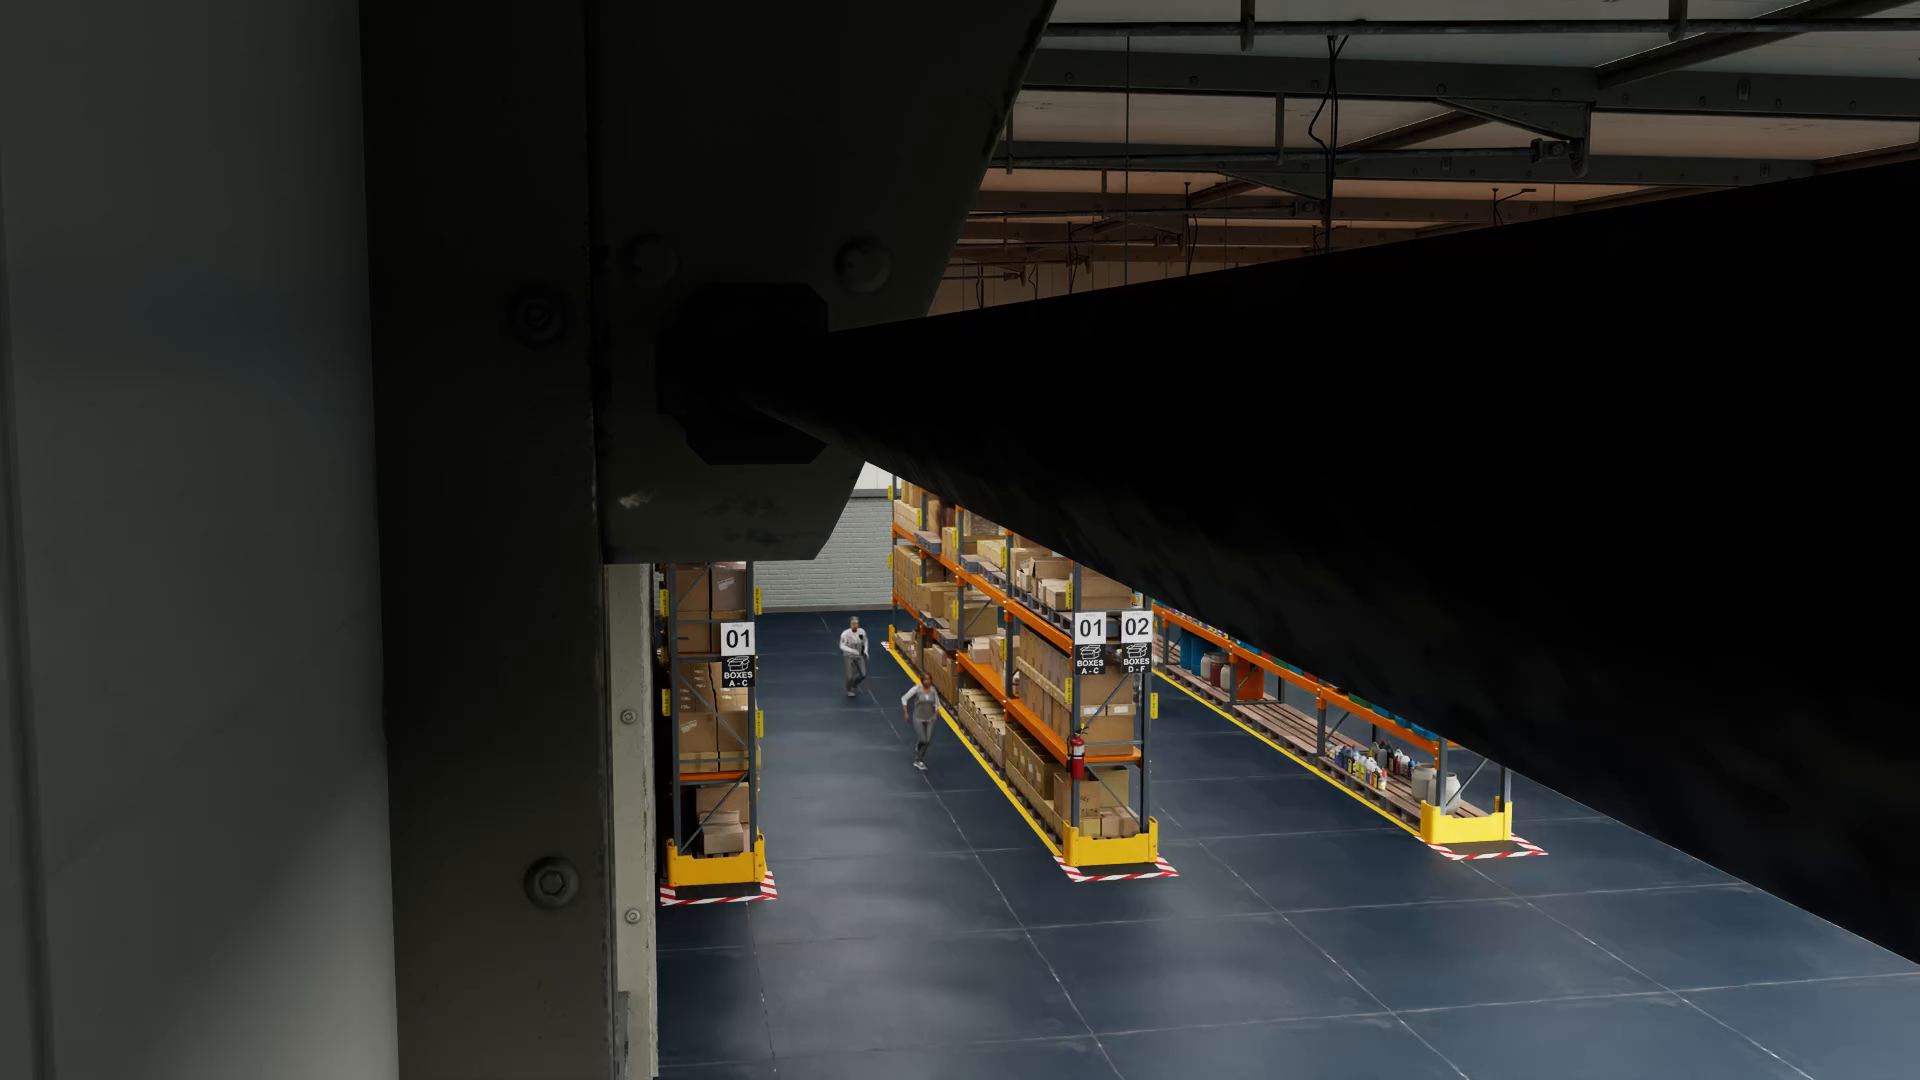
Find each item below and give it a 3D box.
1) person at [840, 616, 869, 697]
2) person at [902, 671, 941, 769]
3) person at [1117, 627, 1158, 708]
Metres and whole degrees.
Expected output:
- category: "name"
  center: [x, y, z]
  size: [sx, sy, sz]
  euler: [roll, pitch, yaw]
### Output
- category: "person"
  center: [-1.975, 2.185, 31.149]
  size: [0.607, 1.580, 0.743]
  euler: [-2, 7, -20]
- category: "person"
  center: [-0.588, 2.790, 25.695]
  size: [0.610, 1.556, 0.506]
  euler: [-2, 7, -19]
- category: "person"
  center: [3.273, 2.148, 30.629]
  size: [0.735, 1.779, 0.770]
  euler: [2, 7, 21]
